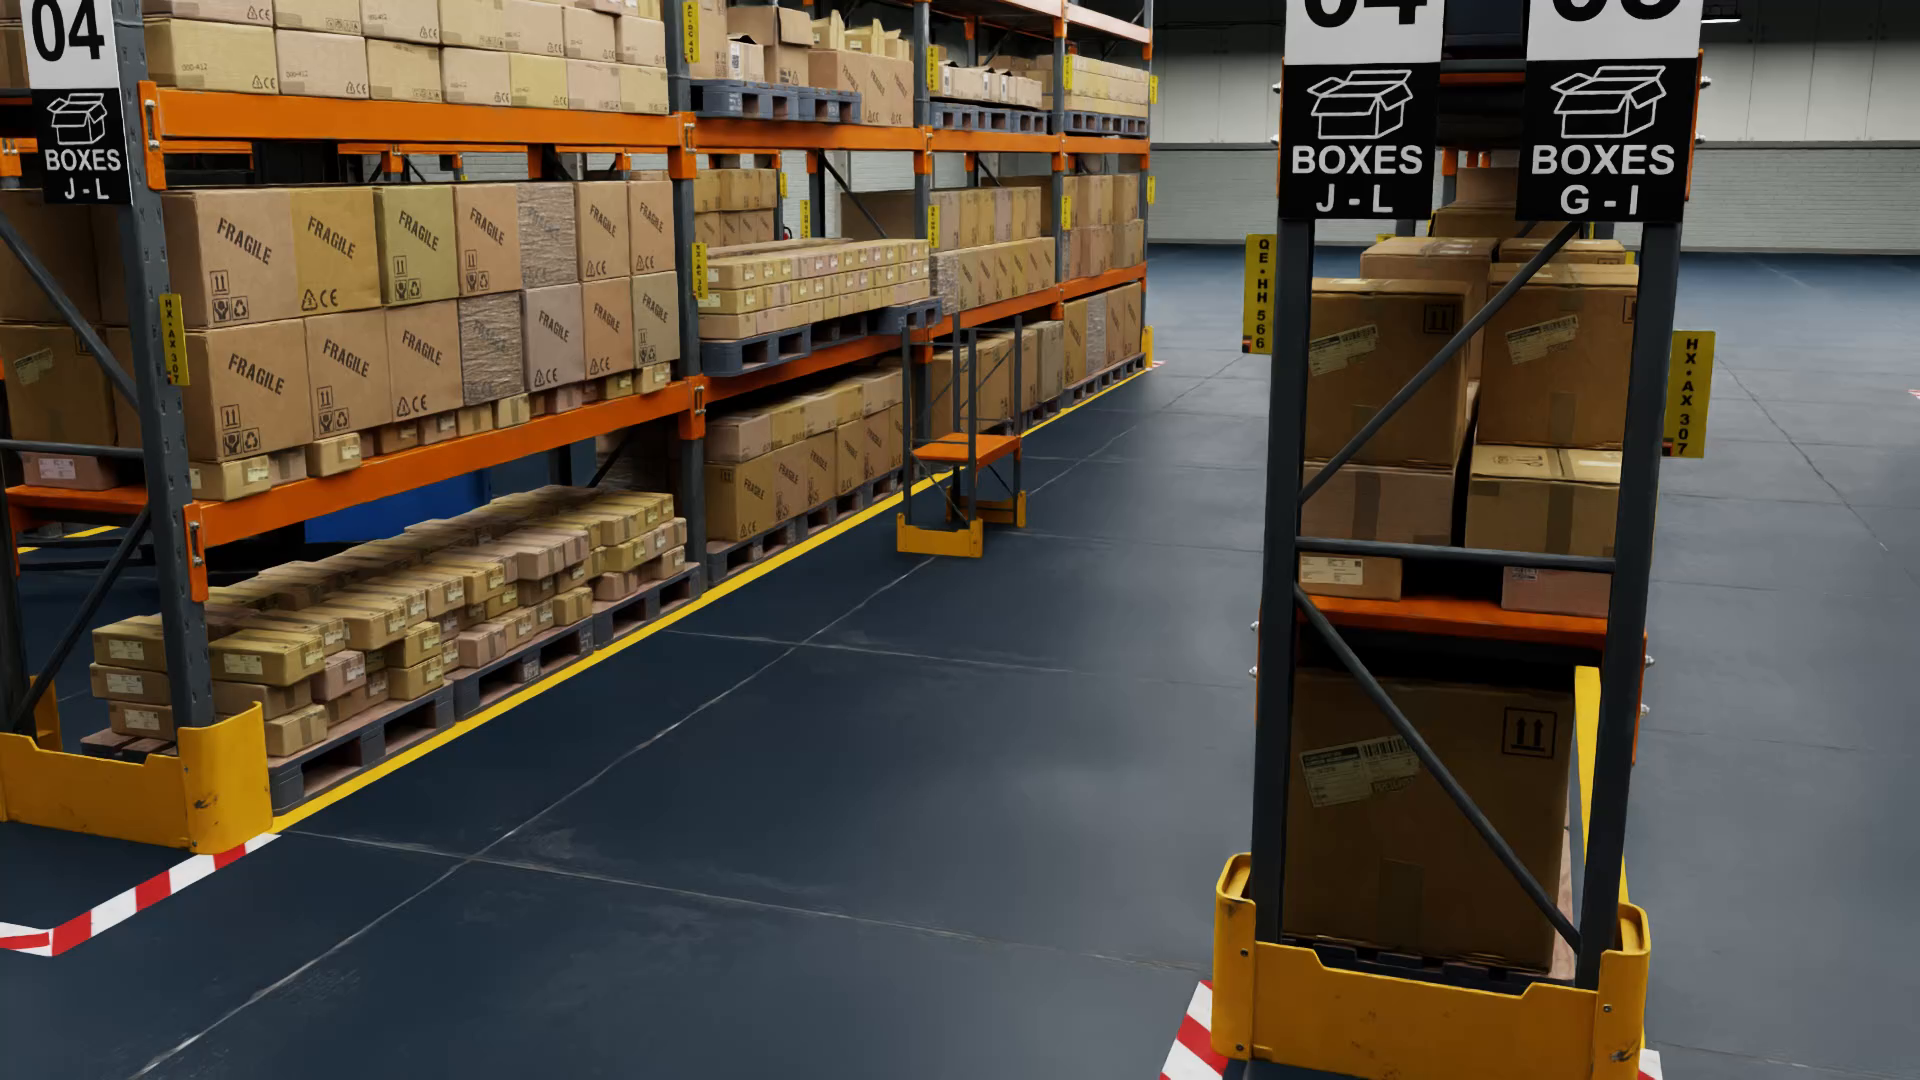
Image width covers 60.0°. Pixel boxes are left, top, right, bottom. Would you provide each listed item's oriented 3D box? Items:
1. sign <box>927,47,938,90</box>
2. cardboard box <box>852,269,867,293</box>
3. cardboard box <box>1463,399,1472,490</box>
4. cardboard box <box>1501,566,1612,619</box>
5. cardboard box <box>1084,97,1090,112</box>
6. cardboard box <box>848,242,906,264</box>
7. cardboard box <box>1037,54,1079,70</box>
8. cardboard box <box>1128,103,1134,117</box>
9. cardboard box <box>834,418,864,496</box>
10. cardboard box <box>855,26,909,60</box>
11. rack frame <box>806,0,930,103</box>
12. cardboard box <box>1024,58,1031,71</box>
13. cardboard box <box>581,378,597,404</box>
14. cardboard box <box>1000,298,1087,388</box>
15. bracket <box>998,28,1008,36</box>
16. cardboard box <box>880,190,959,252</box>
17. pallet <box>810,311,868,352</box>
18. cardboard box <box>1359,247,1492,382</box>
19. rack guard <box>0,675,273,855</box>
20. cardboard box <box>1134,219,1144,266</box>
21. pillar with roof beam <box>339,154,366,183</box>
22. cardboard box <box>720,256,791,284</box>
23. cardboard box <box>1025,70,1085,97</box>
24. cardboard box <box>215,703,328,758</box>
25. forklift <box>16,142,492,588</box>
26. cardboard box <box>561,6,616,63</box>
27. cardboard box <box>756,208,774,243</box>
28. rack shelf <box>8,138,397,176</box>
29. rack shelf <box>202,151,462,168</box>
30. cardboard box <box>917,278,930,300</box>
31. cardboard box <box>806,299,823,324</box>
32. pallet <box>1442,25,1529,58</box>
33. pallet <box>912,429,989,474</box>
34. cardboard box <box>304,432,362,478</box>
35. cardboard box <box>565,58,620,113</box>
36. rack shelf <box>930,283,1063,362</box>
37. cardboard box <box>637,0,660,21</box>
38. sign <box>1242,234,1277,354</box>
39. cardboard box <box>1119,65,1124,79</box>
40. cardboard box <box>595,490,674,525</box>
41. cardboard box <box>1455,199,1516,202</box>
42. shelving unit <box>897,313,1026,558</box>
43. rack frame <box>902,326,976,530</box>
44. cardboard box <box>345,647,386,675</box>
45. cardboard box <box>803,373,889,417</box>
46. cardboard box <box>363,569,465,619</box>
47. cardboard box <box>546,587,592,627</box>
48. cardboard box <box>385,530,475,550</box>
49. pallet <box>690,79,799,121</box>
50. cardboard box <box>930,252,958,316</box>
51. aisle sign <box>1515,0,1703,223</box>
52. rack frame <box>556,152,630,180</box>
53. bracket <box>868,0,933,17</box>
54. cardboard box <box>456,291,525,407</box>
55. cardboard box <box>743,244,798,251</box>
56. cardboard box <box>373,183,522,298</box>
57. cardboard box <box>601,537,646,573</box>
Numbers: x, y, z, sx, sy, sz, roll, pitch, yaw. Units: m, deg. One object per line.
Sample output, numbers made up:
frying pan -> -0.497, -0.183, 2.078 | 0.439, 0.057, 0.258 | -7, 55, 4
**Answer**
sign -> -0.219, -3.691, 13.015 | 0.100, 0.325, 0.005 | 4, 14, 18
cardboard box -> -0.876, -1.835, 11.737 | 0.380, 0.149, 0.250 | 5, 14, 20
cardboard box -> 1.575, -0.360, 5.993 | 0.500, 0.250, 0.500 | 4, 13, 16
cardboard box -> 1.767, 0.118, 4.793 | 0.380, 0.149, 0.250 | 5, 14, 19
cardboard box -> 1.166, -4.611, 17.603 | 0.380, 0.149, 0.250 | 4, 14, 18
cardboard box -> -0.625, -2.144, 12.425 | 0.380, 0.149, 0.250 | 5, 14, 20
cardboard box -> 1.002, -4.892, 17.045 | 0.380, 0.149, 0.250 | 4, 14, 19
cardboard box -> 1.823, -5.039, 19.479 | 0.380, 0.149, 0.250 | 4, 14, 19
cardboard box -> -1.024, -0.623, 12.150 | 0.500, 0.500, 0.500 | 4, 13, 16
cardboard box -> -0.617, -3.796, 12.694 | 0.396, 0.266, 0.258 | 4, 14, 18
rack frame -> -0.732, -4.941, 12.911 | 1.000, 3.000, 0.127 | 4, 14, 18
cardboard box -> 0.543, -5.046, 17.719 | 0.380, 0.149, 0.250 | 4, 14, 18
cardboard box -> -2.168, -0.811, 8.864 | 0.380, 0.149, 0.250 | 4, 13, 17
cardboard box -> 0.832, -2.154, 18.017 | 0.875, 0.875, 0.875 | 5, 14, 19
bracket -> 1.273, -15.194, 49.743 | 0.235, 0.232, 0.430 | 4, 14, 18
cardboard box -> -0.415, -2.752, 14.335 | 0.700, 0.500, 0.500 | 4, 13, 18
pallet -> -1.333, -1.503, 11.761 | 1.003, 0.211, 1.213 | 4, 14, 18
cardboard box -> 1.907, -0.937, 6.837 | 0.500, 0.500, 0.500 | 4, 13, 17
rack guard -> -3.296, 0.871, 6.547 | 1.175, 0.500, 0.348 | 4, 14, 18
cardboard box -> 1.780, -3.692, 20.586 | 0.875, 0.550, 0.550 | 4, 14, 18
pillar with roof beam -> -4.562, -6.925, 21.606 | 9.100, 9.000, 0.400 | 4, 14, 18
cardboard box -> -1.293, -1.709, 10.517 | 0.380, 0.149, 0.250 | 4, 14, 19
cardboard box -> 0.986, -4.729, 17.224 | 0.500, 0.250, 0.500 | 4, 14, 19
cardboard box -> -2.848, 0.766, 6.852 | 0.380, 0.149, 0.250 | 5, 14, 20
forklift -> -4.498, -1.198, 10.148 | 3.031, 2.935, 1.130 | -3, 13, -13
cardboard box -> -2.114, -2.582, 8.534 | 0.500, 0.250, 0.500 | 4, 13, 16
cardboard box -> -2.775, -4.095, 21.795 | 0.500, 0.500, 0.500 | 4, 13, 17
rack shelf -> -6.095, -3.042, 12.949 | 1.077, 0.370, 4.000 | 4, 14, 18
rack shelf -> -8.205, -5.083, 21.891 | 1.077, 0.370, 4.000 | 4, 14, 18
cardboard box -> -0.456, -1.961, 12.960 | 0.380, 0.149, 0.250 | 5, 14, 19
cardboard box -> -1.130, -1.523, 11.042 | 0.380, 0.149, 0.250 | 4, 13, 16
pallet -> 1.963, -1.787, 6.034 | 1.003, 0.211, 1.213 | 4, 14, 18
pallet -> -0.405, -0.817, 14.593 | 1.003, 0.211, 1.213 | 4, 14, 18
cardboard box -> -2.724, -0.363, 6.902 | 0.380, 0.149, 0.250 | 4, 13, 17
cardboard box -> -2.102, -2.336, 8.577 | 0.500, 0.250, 0.500 | 4, 14, 18
rack shelf -> -0.085, -2.086, 15.504 | 1.077, 0.370, 4.000 | 4, 14, 18
cardboard box -> -1.868, -2.915, 9.097 | 0.380, 0.149, 0.250 | 4, 13, 16
sign -> 0.831, -0.675, 4.570 | 0.100, 0.325, 0.005 | 4, 14, 18
cardboard box -> 1.657, -5.319, 18.916 | 0.380, 0.149, 0.250 | 4, 13, 18
cardboard box -> -1.895, -0.185, 9.683 | 0.380, 0.149, 0.250 | 5, 14, 20
cardboard box -> 3.677, -2.023, 11.129 | 0.797, 0.503, 0.637 | 5, 14, 20
shelving unit -> 0.025, -0.747, 11.391 | 0.587, 1.500, 1.083 | 4, 14, 18
rack frame -> -0.137, -0.642, 10.931 | 0.500, 1.500, 0.032 | 4, 14, 18
cardboard box -> -2.770, 0.505, 7.327 | 0.380, 0.149, 0.250 | 5, 14, 19
cardboard box -> -0.858, -1.098, 12.544 | 0.500, 0.250, 0.500 | 5, 14, 19
cardboard box -> -2.550, 0.251, 7.772 | 0.380, 0.149, 0.250 | 5, 14, 21
cardboard box -> -2.165, 0.337, 8.736 | 0.380, 0.149, 0.250 | 4, 14, 18
cardboard box -> -2.746, 0.057, 8.623 | 0.380, 0.149, 0.250 | 4, 13, 16
pallet -> -1.725, -2.667, 10.112 | 1.213, 0.211, 1.003 | 4, 14, 18
cardboard box -> -0.331, -2.140, 13.897 | 0.500, 0.500, 0.500 | 5, 14, 19
aisle sign -> 1.601, -1.184, 4.091 | 0.394, 0.787, 0.004 | 4, 14, 18
rack frame -> -4.154, -3.193, 18.737 | 1.000, 3.000, 0.127 | 4, 14, 18
bracket -> -1.502, -13.388, 41.831 | 0.076, 0.066, 4.783 | 4, 14, 18
cardboard box -> -2.435, -0.924, 7.904 | 0.500, 0.500, 0.500 | 4, 13, 17
cardboard box -> -1.405, -2.084, 12.161 | 0.380, 0.149, 0.250 | 5, 14, 21
cardboard box -> -2.416, -1.410, 7.786 | 0.500, 0.500, 0.500 | 4, 13, 17
cardboard box -> -1.973, 0.071, 9.229 | 0.380, 0.149, 0.250 | 4, 13, 16
